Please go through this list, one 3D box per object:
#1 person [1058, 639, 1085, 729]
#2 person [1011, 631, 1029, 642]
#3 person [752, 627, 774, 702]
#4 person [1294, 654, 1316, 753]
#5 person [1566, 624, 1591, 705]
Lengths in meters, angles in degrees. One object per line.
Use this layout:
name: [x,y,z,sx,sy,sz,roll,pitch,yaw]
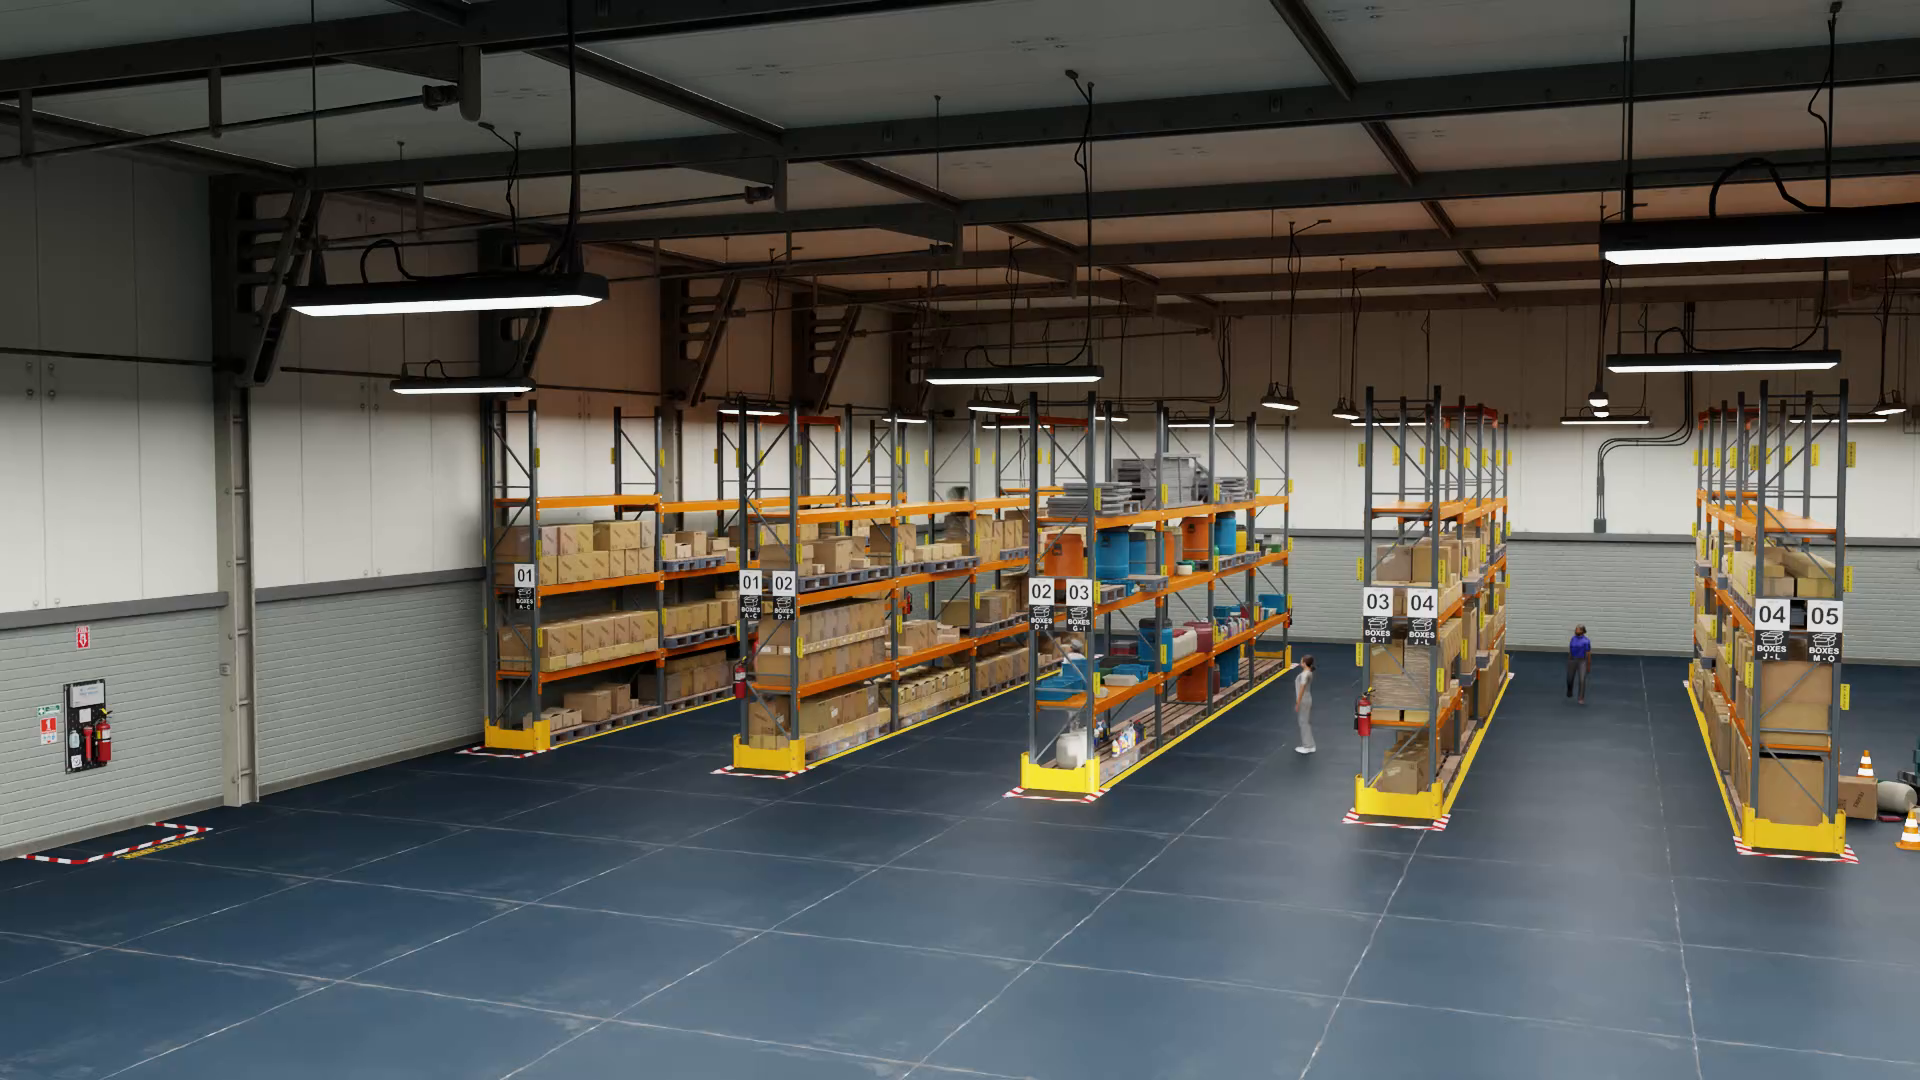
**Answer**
person: [2.092,2.689,30.712,0.577,1.734,0.538,-1,3,-13]
person: [1.584,2.036,42.760,1.013,1.737,0.624,0,3,-9]
person: [-3.808,2.561,32.487,0.465,1.764,0.608,2,3,29]
person: [5.866,2.779,28.309,0.382,1.680,0.511,0,3,6]
person: [12.582,2.509,33.817,0.462,1.624,0.665,1,3,19]
